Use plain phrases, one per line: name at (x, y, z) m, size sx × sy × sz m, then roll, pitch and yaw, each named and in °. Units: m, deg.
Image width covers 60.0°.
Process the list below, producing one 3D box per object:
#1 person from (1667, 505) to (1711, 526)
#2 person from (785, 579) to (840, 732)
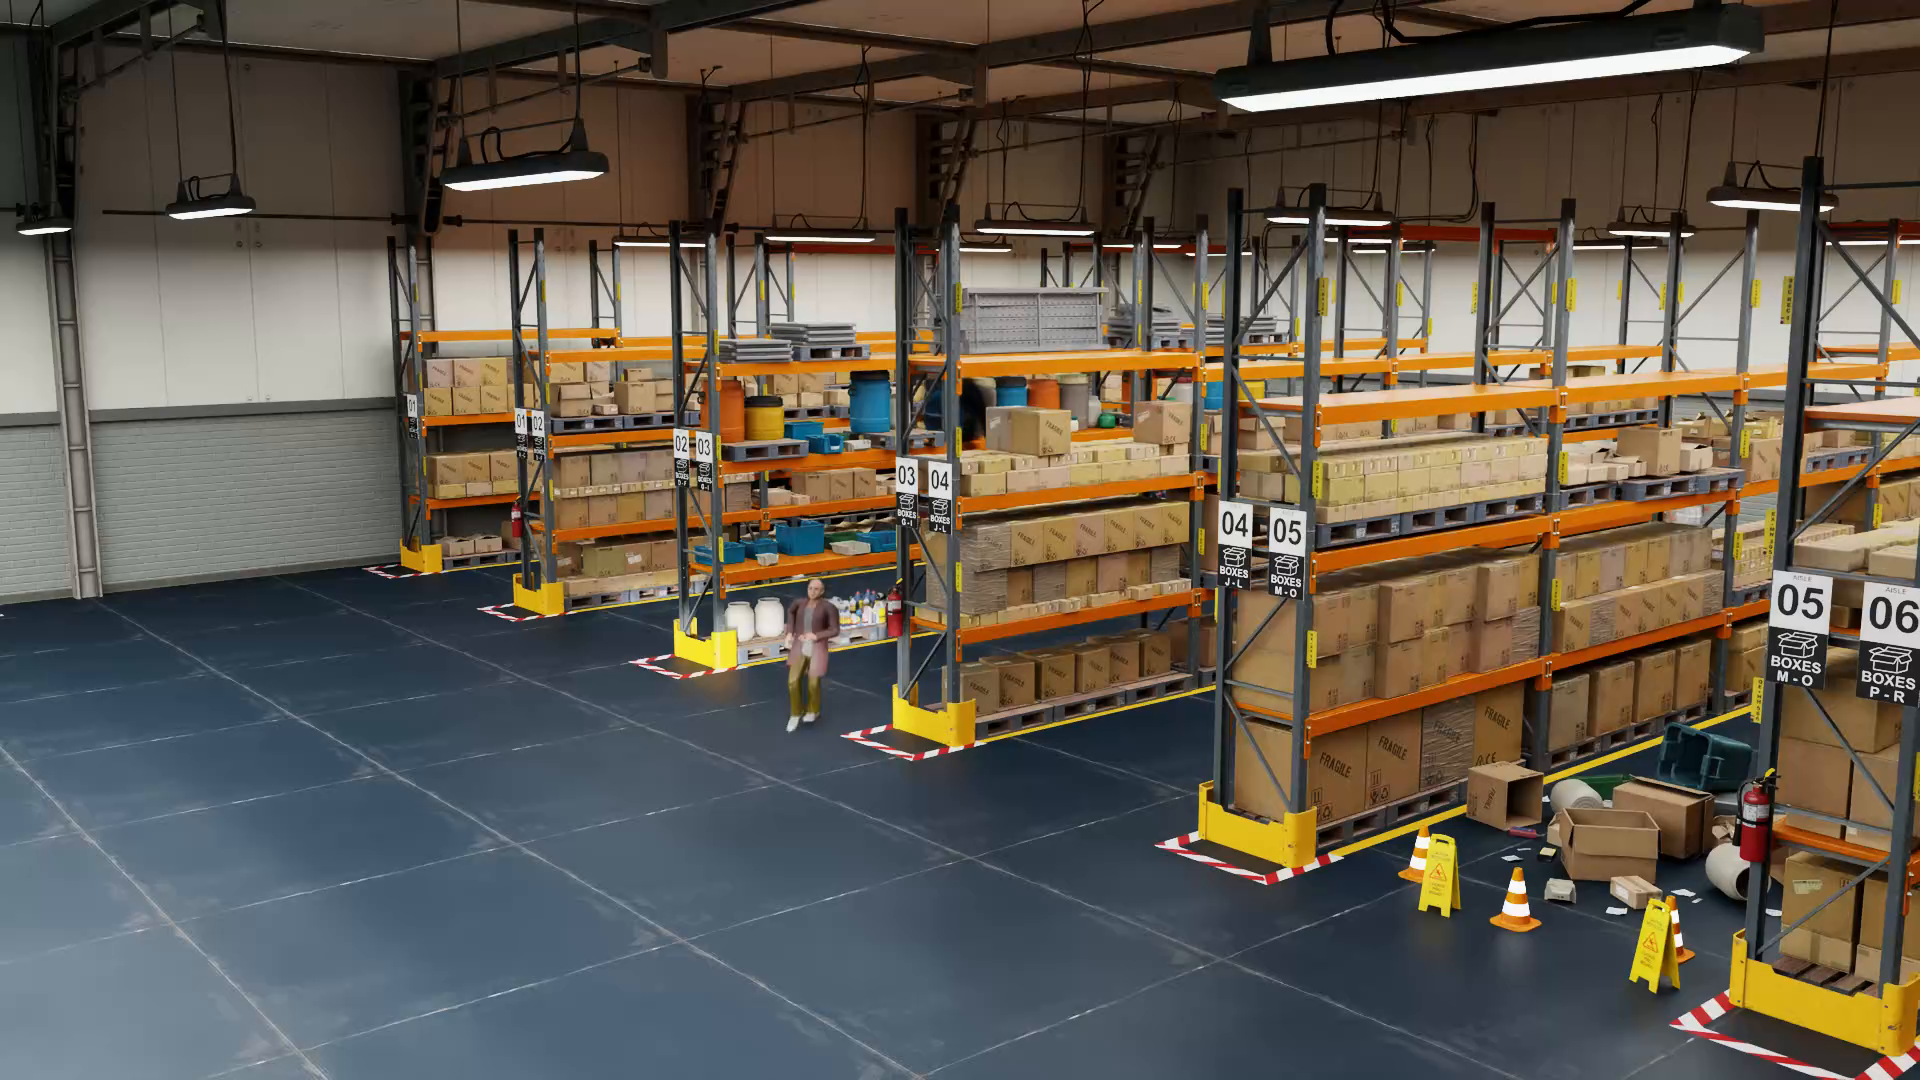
person at (13.064, -0.268, 29.879) m, size 0.684 × 1.828 × 0.801 m, roll -4°, pitch 9°, yaw -22°
person at (-1.726, 1.338, 19.427) m, size 0.708 × 1.802 × 0.712 m, roll 1°, pitch 9°, yaw 9°
